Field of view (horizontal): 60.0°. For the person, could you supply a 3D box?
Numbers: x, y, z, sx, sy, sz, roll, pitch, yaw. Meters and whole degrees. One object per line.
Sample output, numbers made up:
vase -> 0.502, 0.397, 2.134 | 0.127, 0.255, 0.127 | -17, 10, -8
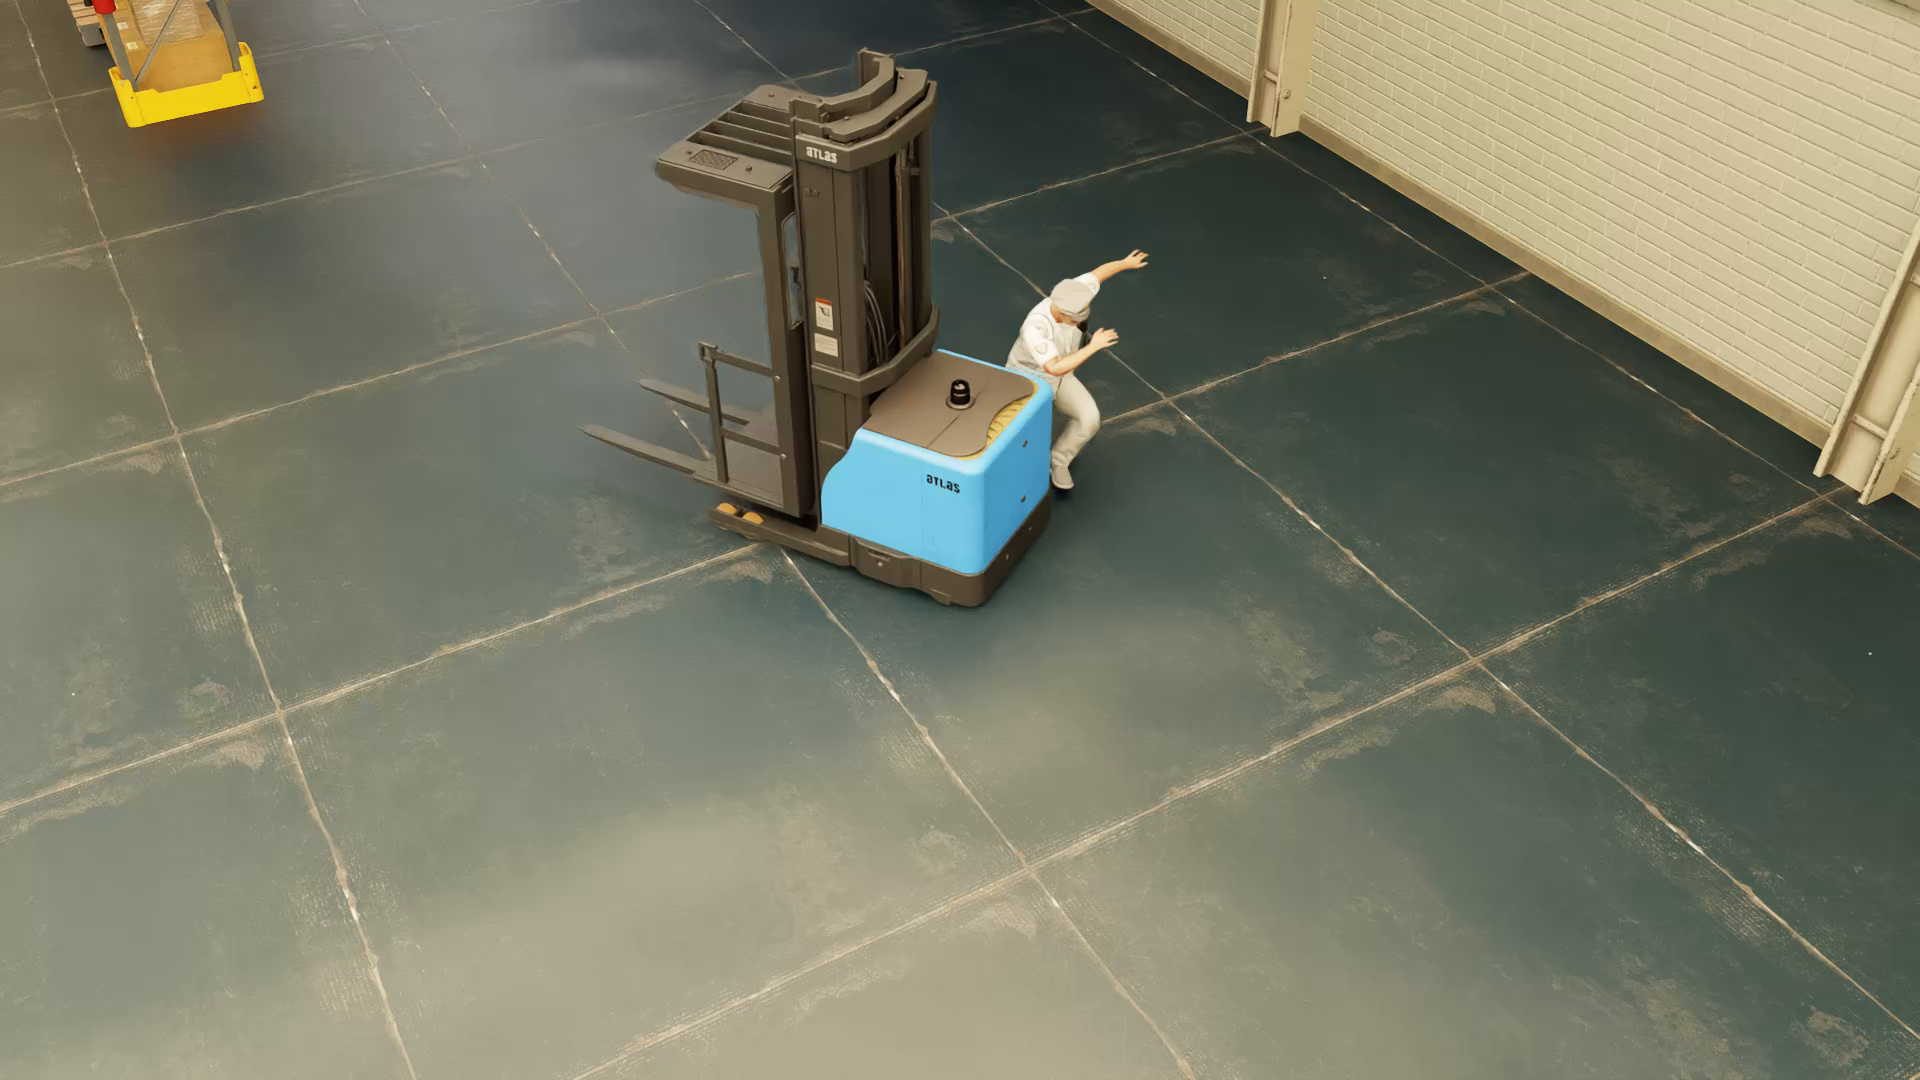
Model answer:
person -> 0.720, -1.046, 10.496 | 1.506, 1.453, 0.750 | -29, 48, -30

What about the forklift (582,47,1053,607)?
forklift -> -0.982, -1.409, 9.735 | 3.031, 2.935, 1.130 | 19, 43, 21
